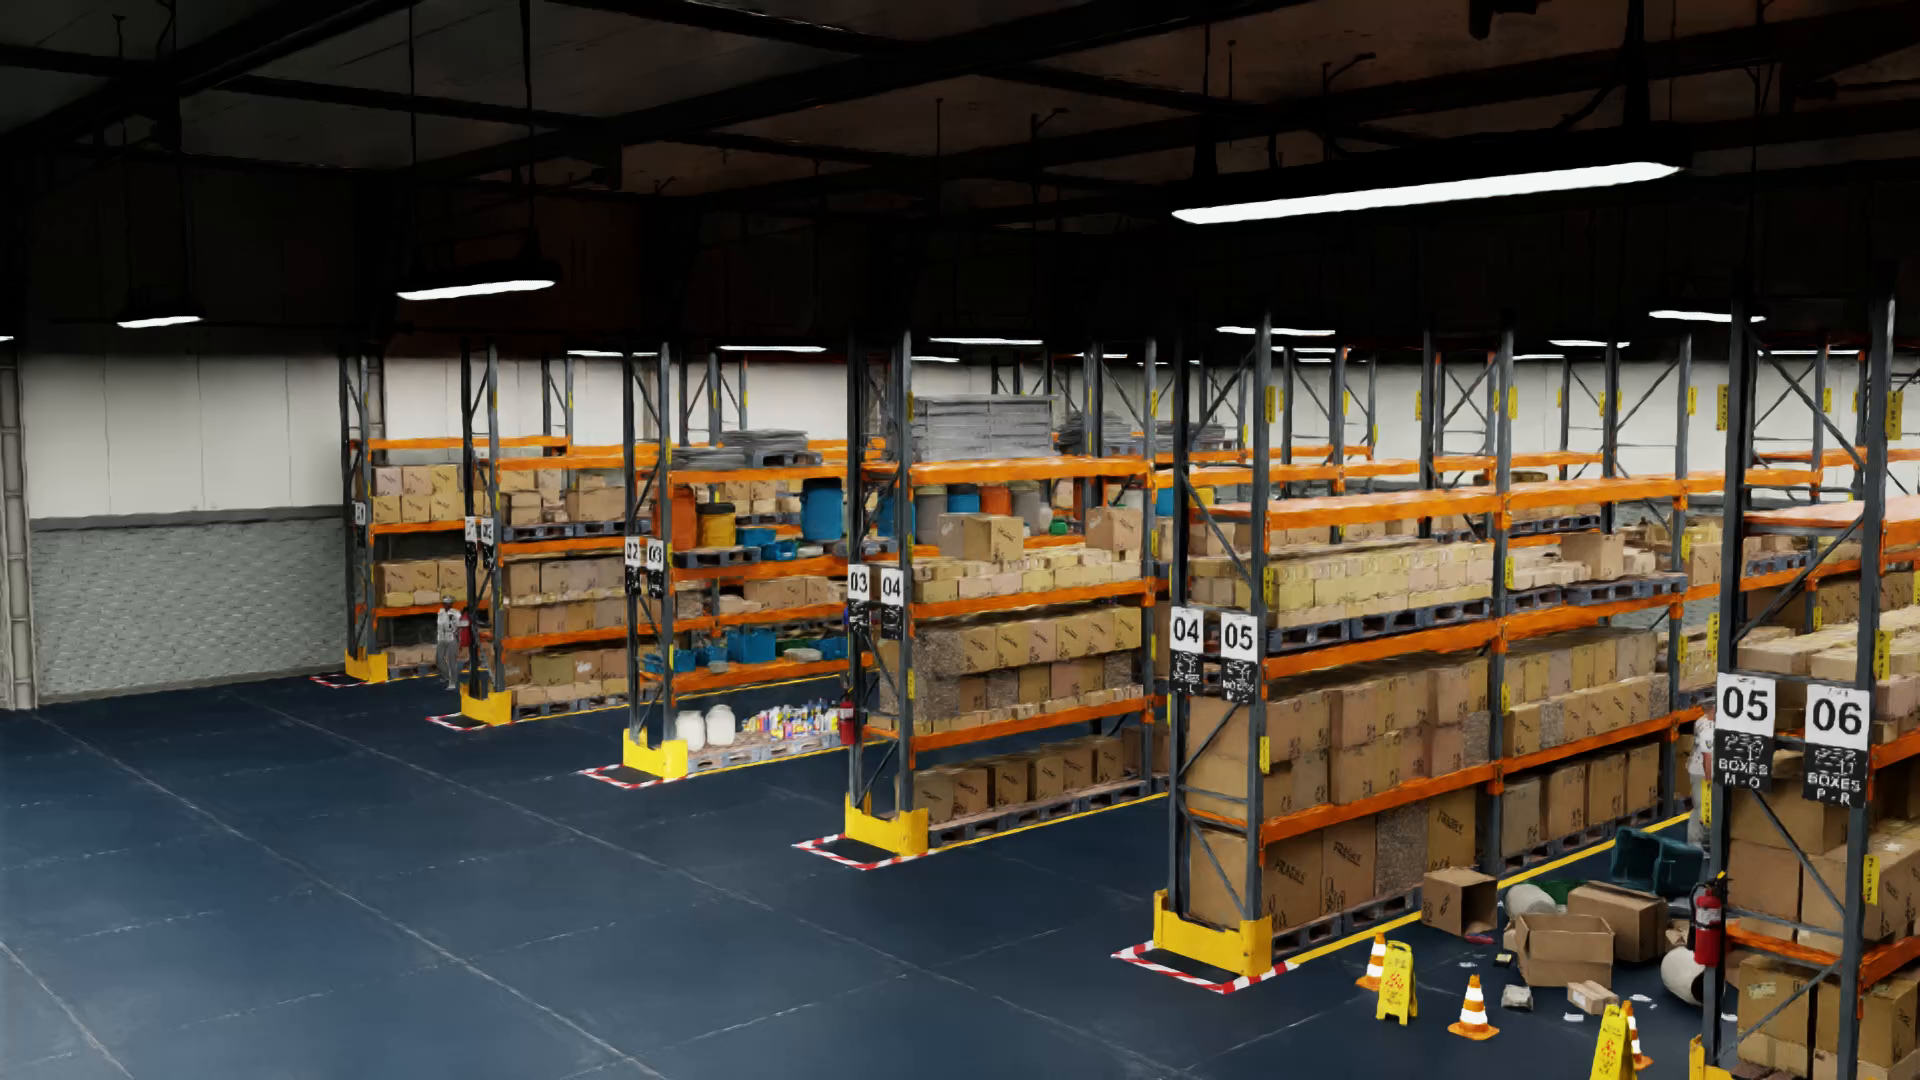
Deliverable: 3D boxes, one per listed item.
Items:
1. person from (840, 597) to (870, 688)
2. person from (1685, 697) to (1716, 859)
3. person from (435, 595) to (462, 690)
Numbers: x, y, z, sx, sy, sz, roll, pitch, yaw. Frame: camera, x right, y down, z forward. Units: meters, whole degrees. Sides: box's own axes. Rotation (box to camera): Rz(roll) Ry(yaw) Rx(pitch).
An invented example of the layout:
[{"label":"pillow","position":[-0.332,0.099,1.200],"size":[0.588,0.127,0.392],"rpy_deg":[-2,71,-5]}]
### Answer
[{"label":"person","position":[-1.851,1.729,28.982],"size":[0.440,1.666,0.551],"rpy_deg":[2,6,23]},{"label":"person","position":[8.353,2.617,18.519],"size":[0.492,1.765,0.628],"rpy_deg":[2,5,18]},{"label":"person","position":[-8.862,1.752,28.872],"size":[0.522,1.670,0.517],"rpy_deg":[1,5,11]}]
